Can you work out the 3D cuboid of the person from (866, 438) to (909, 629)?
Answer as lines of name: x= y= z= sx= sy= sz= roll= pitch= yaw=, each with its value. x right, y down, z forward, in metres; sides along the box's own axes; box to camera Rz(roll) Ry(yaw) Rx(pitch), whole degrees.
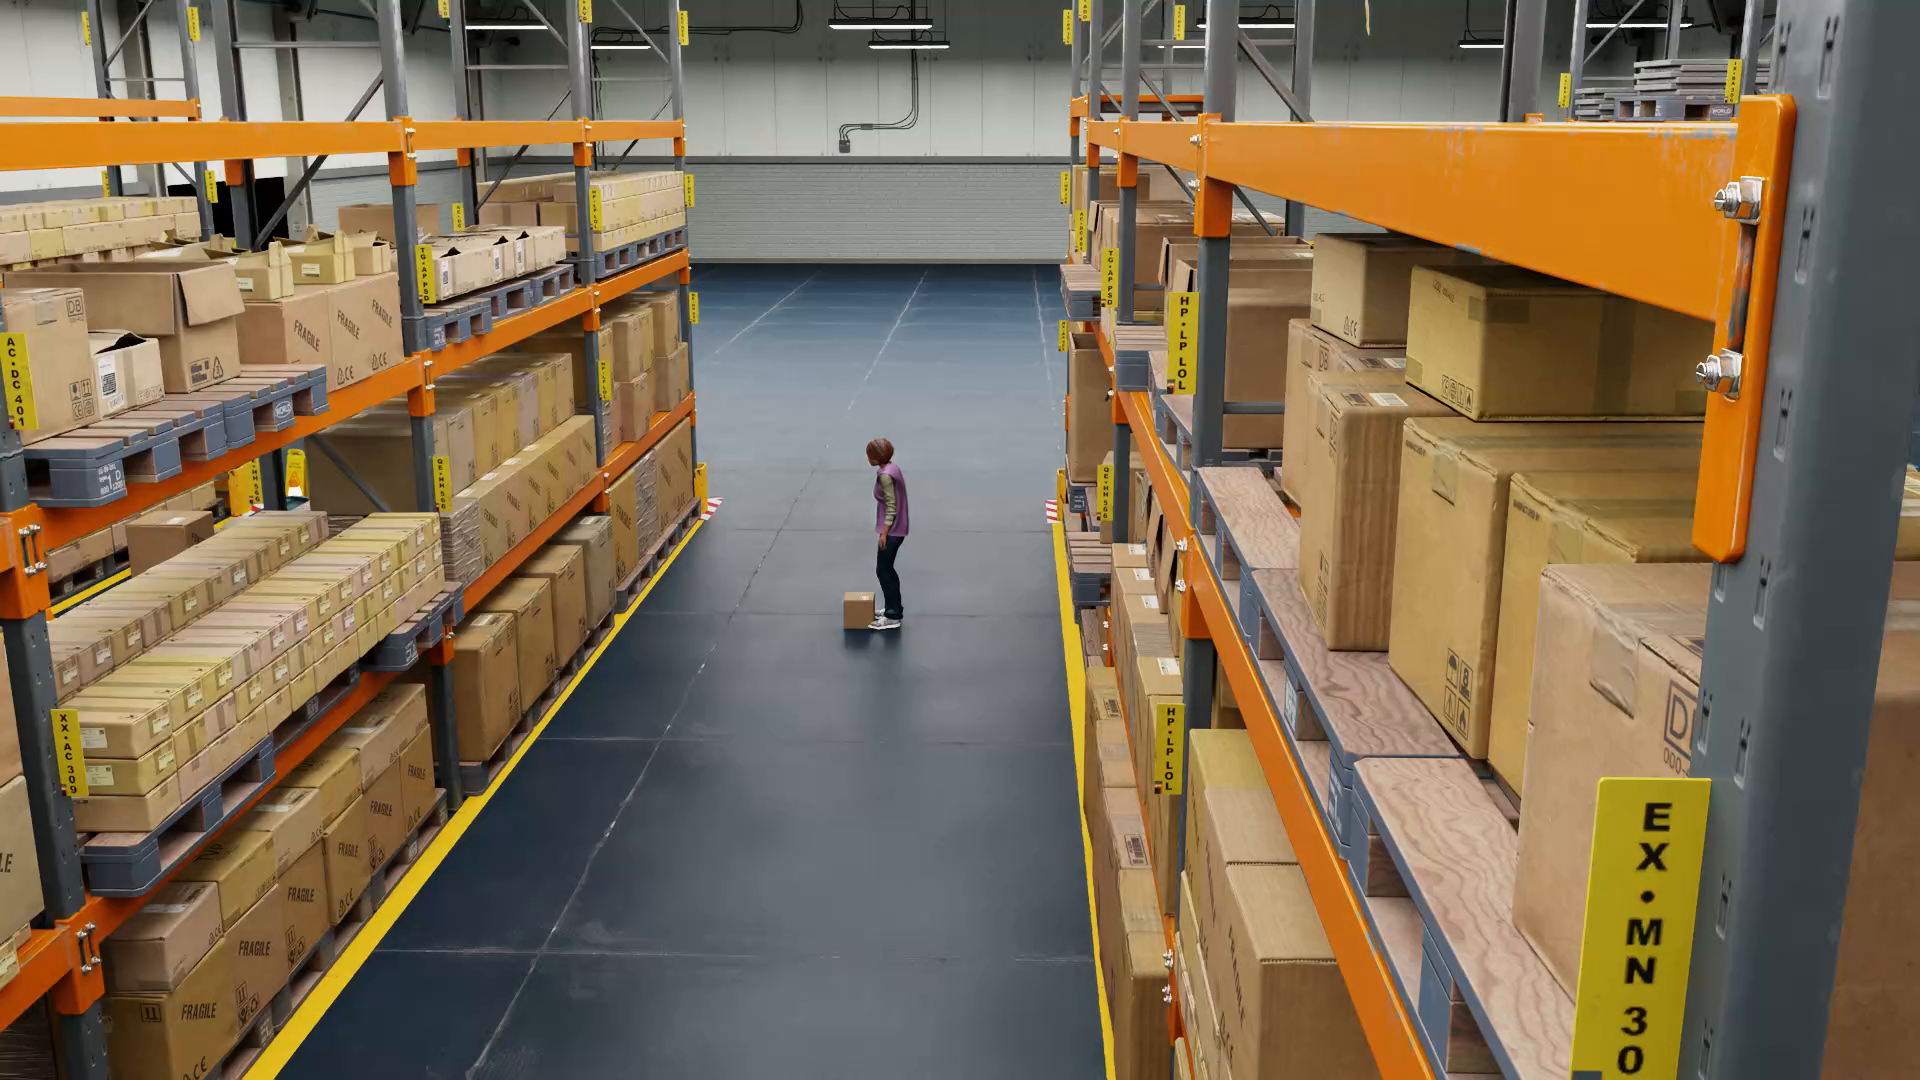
person: x=-0.595 y=-0.057 z=13.776 sx=0.344 sy=1.581 sz=0.462 roll=0 pitch=14 yaw=0
